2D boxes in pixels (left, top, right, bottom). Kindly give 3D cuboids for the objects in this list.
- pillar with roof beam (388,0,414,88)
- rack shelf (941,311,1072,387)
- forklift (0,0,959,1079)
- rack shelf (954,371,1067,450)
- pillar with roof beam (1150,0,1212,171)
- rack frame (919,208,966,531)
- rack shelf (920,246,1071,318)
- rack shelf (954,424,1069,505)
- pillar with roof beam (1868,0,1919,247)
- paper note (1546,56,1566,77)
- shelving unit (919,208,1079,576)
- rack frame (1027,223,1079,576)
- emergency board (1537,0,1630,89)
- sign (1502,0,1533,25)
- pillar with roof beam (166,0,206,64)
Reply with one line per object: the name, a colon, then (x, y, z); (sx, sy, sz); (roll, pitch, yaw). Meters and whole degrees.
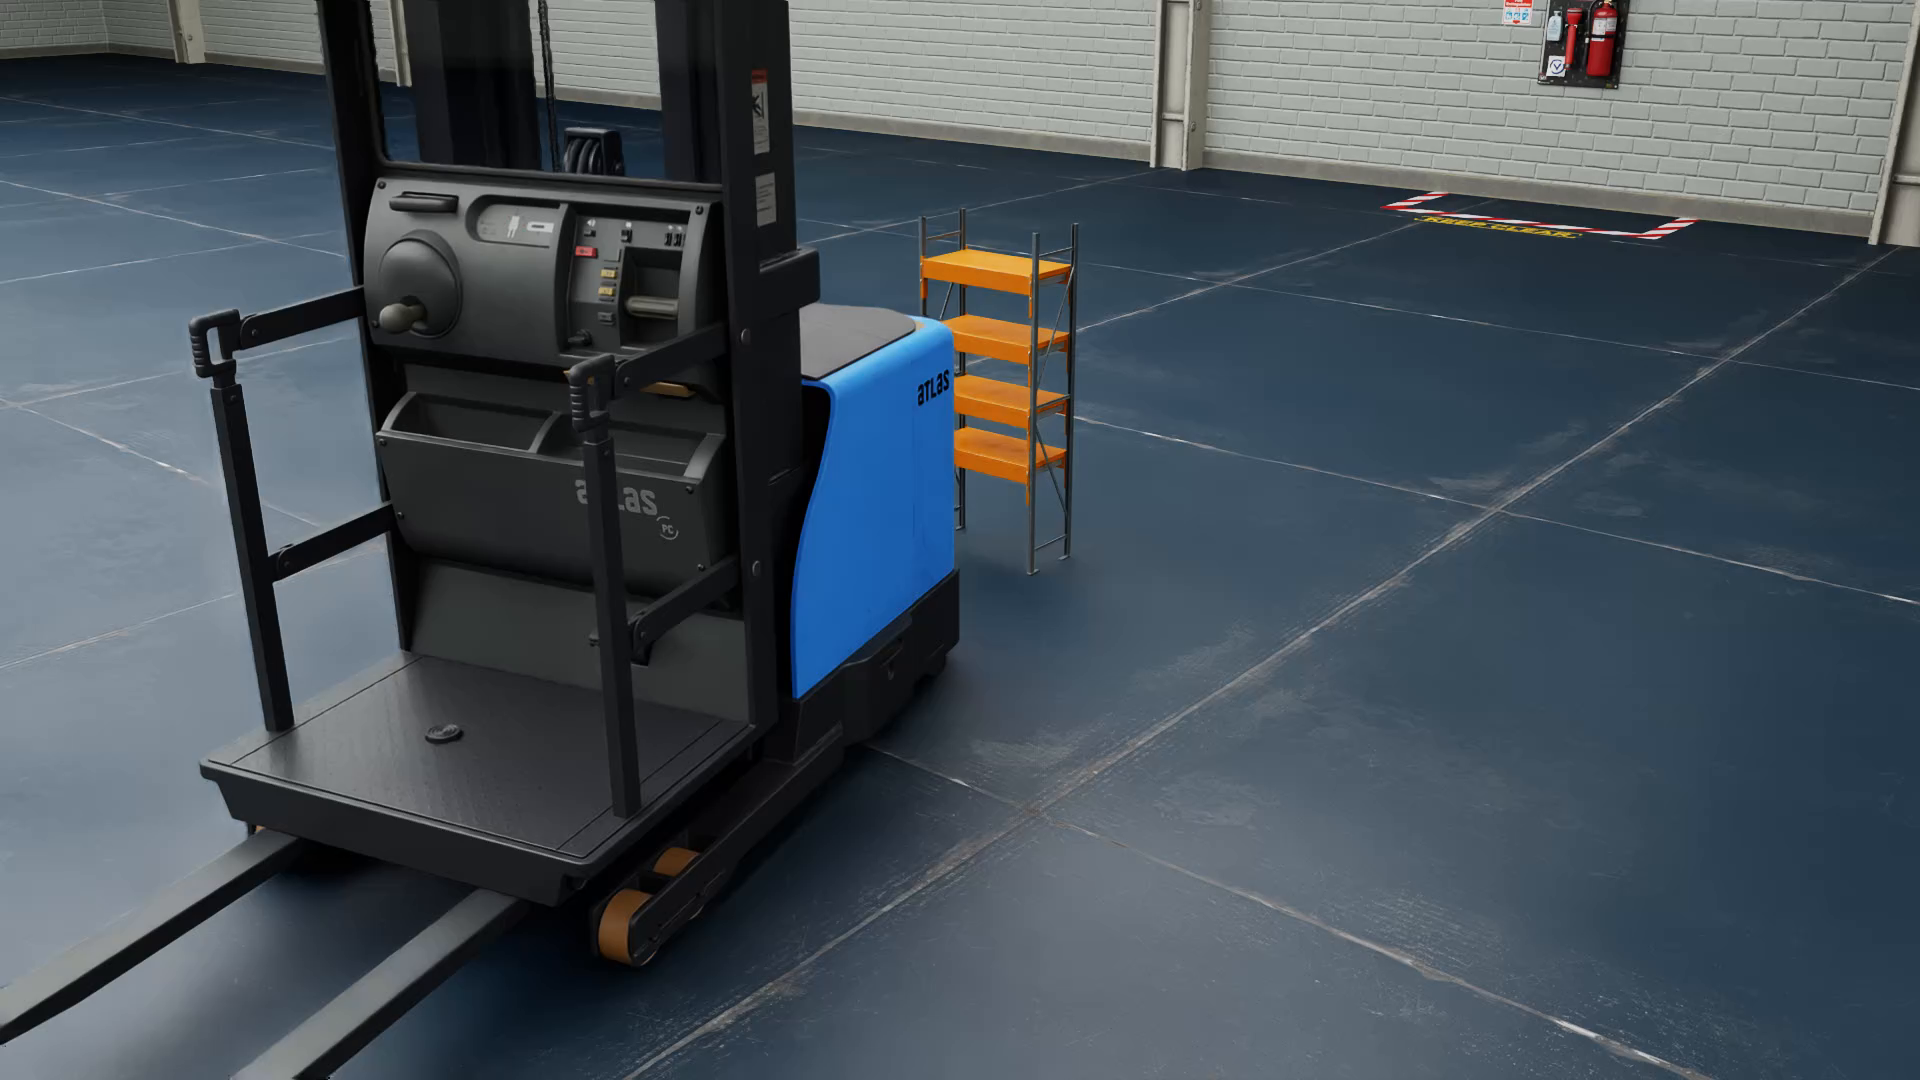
pillar with roof beam: (-10.033, -9.130, 17.626); (0.400, 9.000, 9.100); (16, 26, 36)
rack shelf: (0.128, -0.671, 5.803); (0.480, 0.148, 0.258); (16, 26, 36)
forklift: (-1.063, -0.603, 3.614); (1.130, 2.935, 3.031); (9, 22, 22)
rack shelf: (0.128, -0.462, 5.882); (0.480, 0.148, 0.258); (16, 26, 36)
pillar with roof beam: (-0.736, -6.453, 10.527); (0.400, 9.000, 9.100); (16, 26, 36)
rack frame: (-0.061, -0.579, 6.003); (0.015, 1.200, 0.240); (16, 26, 36)
rack shelf: (0.128, -0.892, 5.720); (0.480, 0.148, 0.258); (16, 26, 36)
rack shelf: (0.128, -0.276, 5.952); (0.480, 0.148, 0.258); (16, 26, 36)
pillar with roof beam: (3.912, -5.114, 6.977); (0.400, 9.000, 9.100); (16, 26, 36)
paper note: (4.650, -3.692, 12.956); (0.142, 0.148, 0.016); (16, 26, 36)
shelving unit: (0.128, -0.524, 5.859); (0.503, 1.200, 0.258); (16, 26, 36)
rack frame: (0.317, -0.470, 5.714); (0.015, 1.200, 0.240); (16, 26, 36)
emergency board: (4.744, -4.046, 12.646); (0.643, 1.169, 0.194); (16, 26, 36)
sign: (4.381, -4.214, 13.041); (0.234, 0.329, 0.001); (16, 26, 36)
pillar with roof beam: (-14.681, -10.469, 21.176); (0.400, 9.000, 9.100); (16, 26, 36)
